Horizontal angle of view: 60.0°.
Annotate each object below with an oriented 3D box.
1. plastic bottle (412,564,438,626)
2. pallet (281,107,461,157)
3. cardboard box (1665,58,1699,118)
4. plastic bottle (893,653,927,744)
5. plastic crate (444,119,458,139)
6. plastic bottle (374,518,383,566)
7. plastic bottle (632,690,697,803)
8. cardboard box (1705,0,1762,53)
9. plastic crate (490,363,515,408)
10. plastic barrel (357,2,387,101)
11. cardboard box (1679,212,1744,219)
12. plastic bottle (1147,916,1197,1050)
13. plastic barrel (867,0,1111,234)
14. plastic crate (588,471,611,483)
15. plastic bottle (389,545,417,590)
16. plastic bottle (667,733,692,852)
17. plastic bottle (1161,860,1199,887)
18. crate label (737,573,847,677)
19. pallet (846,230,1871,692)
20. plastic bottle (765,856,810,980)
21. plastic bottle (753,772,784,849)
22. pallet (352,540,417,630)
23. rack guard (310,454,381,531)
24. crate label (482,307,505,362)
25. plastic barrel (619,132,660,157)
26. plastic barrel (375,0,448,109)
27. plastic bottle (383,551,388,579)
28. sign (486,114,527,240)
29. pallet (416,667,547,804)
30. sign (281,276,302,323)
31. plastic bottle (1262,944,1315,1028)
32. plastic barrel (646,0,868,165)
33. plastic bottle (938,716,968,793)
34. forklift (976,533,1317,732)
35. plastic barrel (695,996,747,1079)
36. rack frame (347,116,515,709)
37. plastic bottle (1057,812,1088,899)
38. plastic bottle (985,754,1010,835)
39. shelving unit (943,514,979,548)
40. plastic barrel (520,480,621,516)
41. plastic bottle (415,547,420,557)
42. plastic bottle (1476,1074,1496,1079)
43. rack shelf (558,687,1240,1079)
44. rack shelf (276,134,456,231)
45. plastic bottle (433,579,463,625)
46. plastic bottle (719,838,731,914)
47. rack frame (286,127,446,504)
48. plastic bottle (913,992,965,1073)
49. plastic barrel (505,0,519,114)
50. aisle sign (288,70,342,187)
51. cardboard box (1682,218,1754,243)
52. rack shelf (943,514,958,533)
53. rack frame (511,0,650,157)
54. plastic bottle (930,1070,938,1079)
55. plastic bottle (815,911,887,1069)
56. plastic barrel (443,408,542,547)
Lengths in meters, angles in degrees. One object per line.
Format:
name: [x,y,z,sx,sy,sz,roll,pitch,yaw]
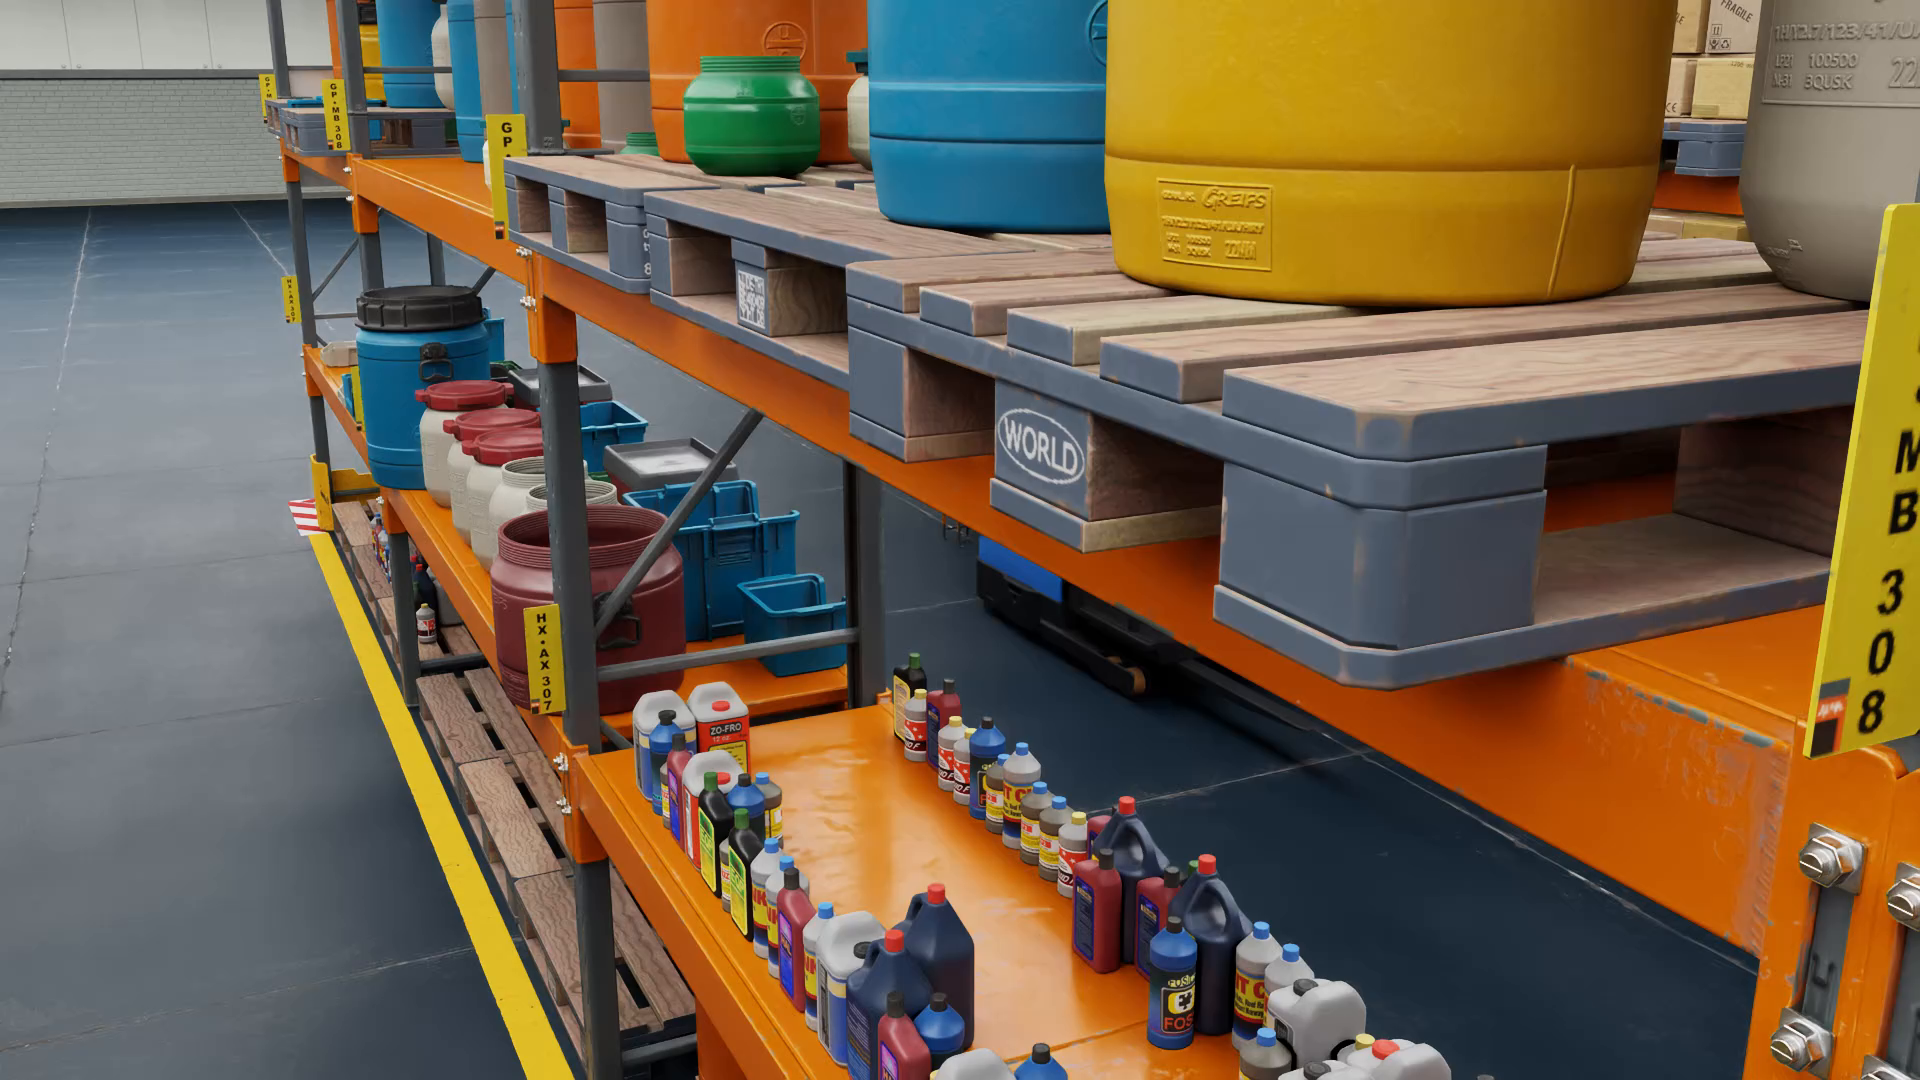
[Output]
plastic bottle: [-3.002,0.302,9.264,0.144,0.351,0.185,-8,18,-26]
pallet: [-2.865,-2.153,8.719,1.213,0.211,1.003,-8,18,-25]
cardboard box: [3.251,-2.046,7.514,0.500,0.250,0.500,-7,17,-23]
plastic bottle: [-0.148,0.462,4.915,0.061,0.283,0.133,-8,18,-25]
plastic crate: [-2.907,-2.399,9.618,0.336,0.188,0.450,-8,18,-25]
plastic bottle: [-3.616,0.013,10.394,0.061,0.283,0.133,-7,18,-24]
plastic bottle: [-0.809,0.563,4.575,0.152,0.276,0.135,-8,18,-25]
cardboard box: [5.982,-3.903,12.447,0.500,0.500,0.500,-9,18,-30]
plastic crate: [-2.576,-0.750,9.039,0.767,0.338,0.504,-8,18,-25]
plastic barrel: [-3.599,-3.093,10.552,0.600,0.588,0.600,0,16,0]
cardboard box: [6.204,-2.400,13.553,0.500,0.500,0.500,-8,18,-25]
plastic bottle: [0.435,0.900,3.410,0.097,0.271,0.097,0,16,0]
plastic barrel: [0.159,-0.940,2.482,0.600,0.901,0.708,-8,18,-25]
plastic crate: [-1.444,-0.135,7.168,0.450,0.188,0.662,-8,18,-25]
plastic bottle: [-3.295,0.170,9.862,0.152,0.276,0.135,-7,18,-24]
plastic bottle: [-0.706,0.647,4.271,0.061,0.283,0.133,-8,18,-25]
plastic bottle: [0.493,0.824,3.652,0.061,0.283,0.133,-8,18,-25]
crate label: [-0.556,0.288,5.613,0.303,0.233,0.416,-8,18,-25]
pallet: [0.613,-0.185,1.861,1.213,0.211,1.003,-8,18,-25]
plastic bottle: [-0.378,0.827,3.666,0.097,0.271,0.097,0,16,0]
plastic bottle: [-0.503,0.694,4.255,0.097,0.201,0.097,0,16,0]
pallet: [-3.256,0.231,10.563,1.003,0.211,1.213,-8,18,-25]
rack guard: [-4.137,-0.412,12.280,1.175,0.500,0.348,-8,18,-25]
crate label: [-3.164,-1.220,10.499,0.502,0.435,0.616,-8,18,-25]
plastic barrel: [-0.862,-1.065,4.868,0.294,0.245,0.294,0,16,0]
plastic barrel: [-2.801,-2.779,8.889,0.600,0.901,0.708,-8,18,-25]
plastic bottle: [-3.462,0.129,10.140,0.097,0.201,0.097,0,16,0]
sign: [-1.200,-0.966,4.431,0.100,0.325,0.005,-8,18,-25]
pallet: [-2.082,0.896,8.247,1.003,0.211,1.213,-8,18,-25]
sign: [-4.709,-1.694,11.715,0.100,0.325,0.005,-8,18,-25]
plastic bottle: [0.650,0.931,3.302,0.097,0.271,0.097,0,16,0]
plastic barrel: [-0.462,-1.352,4.046,0.600,0.830,0.708,-8,18,-25]
plastic bottle: [-0.012,0.589,4.619,0.097,0.201,0.097,0,16,0]
forklift: [1.228,-0.710,8.911,1.130,2.935,3.031,-8,18,-26]
plastic barrel: [-0.479,1.318,4.894,0.600,0.830,0.708,-8,18,-25]
rack frame: [-2.461,-0.635,8.525,1.000,3.000,0.127,-8,18,-25]
plastic bottle: [0.286,0.758,4.030,0.097,0.201,0.097,0,16,0]
plastic bottle: [0.116,0.662,4.367,0.097,0.201,0.097,0,16,0]
shelving unit: [0.023,-0.491,11.560,0.215,1.050,0.252,-8,18,-25]
plastic barrel: [-1.351,0.074,5.852,0.421,0.512,0.421,0,16,0]
plastic bottle: [-3.200,0.153,9.906,0.061,0.283,0.133,-8,18,-25]
plastic bottle: [0.878,1.042,2.892,0.061,0.283,0.133,-8,18,-25]
rack shelf: [0.168,1.199,3.439,1.077,0.370,4.000,-8,18,-25]
rack shelf: [-3.337,-2.227,9.938,1.077,0.370,4.000,-8,18,-25]
plastic bottle: [-2.872,0.285,9.325,0.144,0.351,0.185,-8,18,-25]
plastic bottle: [-0.522,0.779,3.959,0.097,0.201,0.097,0,16,0]
rack frame: [-4.213,-1.627,11.981,1.000,3.000,0.127,-8,18,-25]
plastic bottle: [-0.040,0.980,3.132,0.097,0.271,0.097,0,16,0]
plastic barrel: [-1.470,-1.893,6.563,0.600,0.901,0.708,-8,18,-25]
aisle sign: [-4.508,-2.859,11.561,0.394,0.787,0.004,-8,18,-25]
cardboard box: [5.960,-2.210,12.889,0.500,0.500,0.500,-8,18,-25]
rack shelf: [0.023,-0.214,11.639,0.215,0.259,0.240,-8,18,-25]
rack frame: [-0.708,-2.527,4.241,1.000,3.000,0.127,-8,18,-25]
plastic bottle: [-0.036,1.054,3.001,0.097,0.201,0.097,0,16,0]
plastic bottle: [-0.202,0.907,3.377,0.152,0.276,0.135,-8,18,-25]
plastic barrel: [-1.917,-0.254,6.953,0.433,0.535,0.433,0,16,0]
